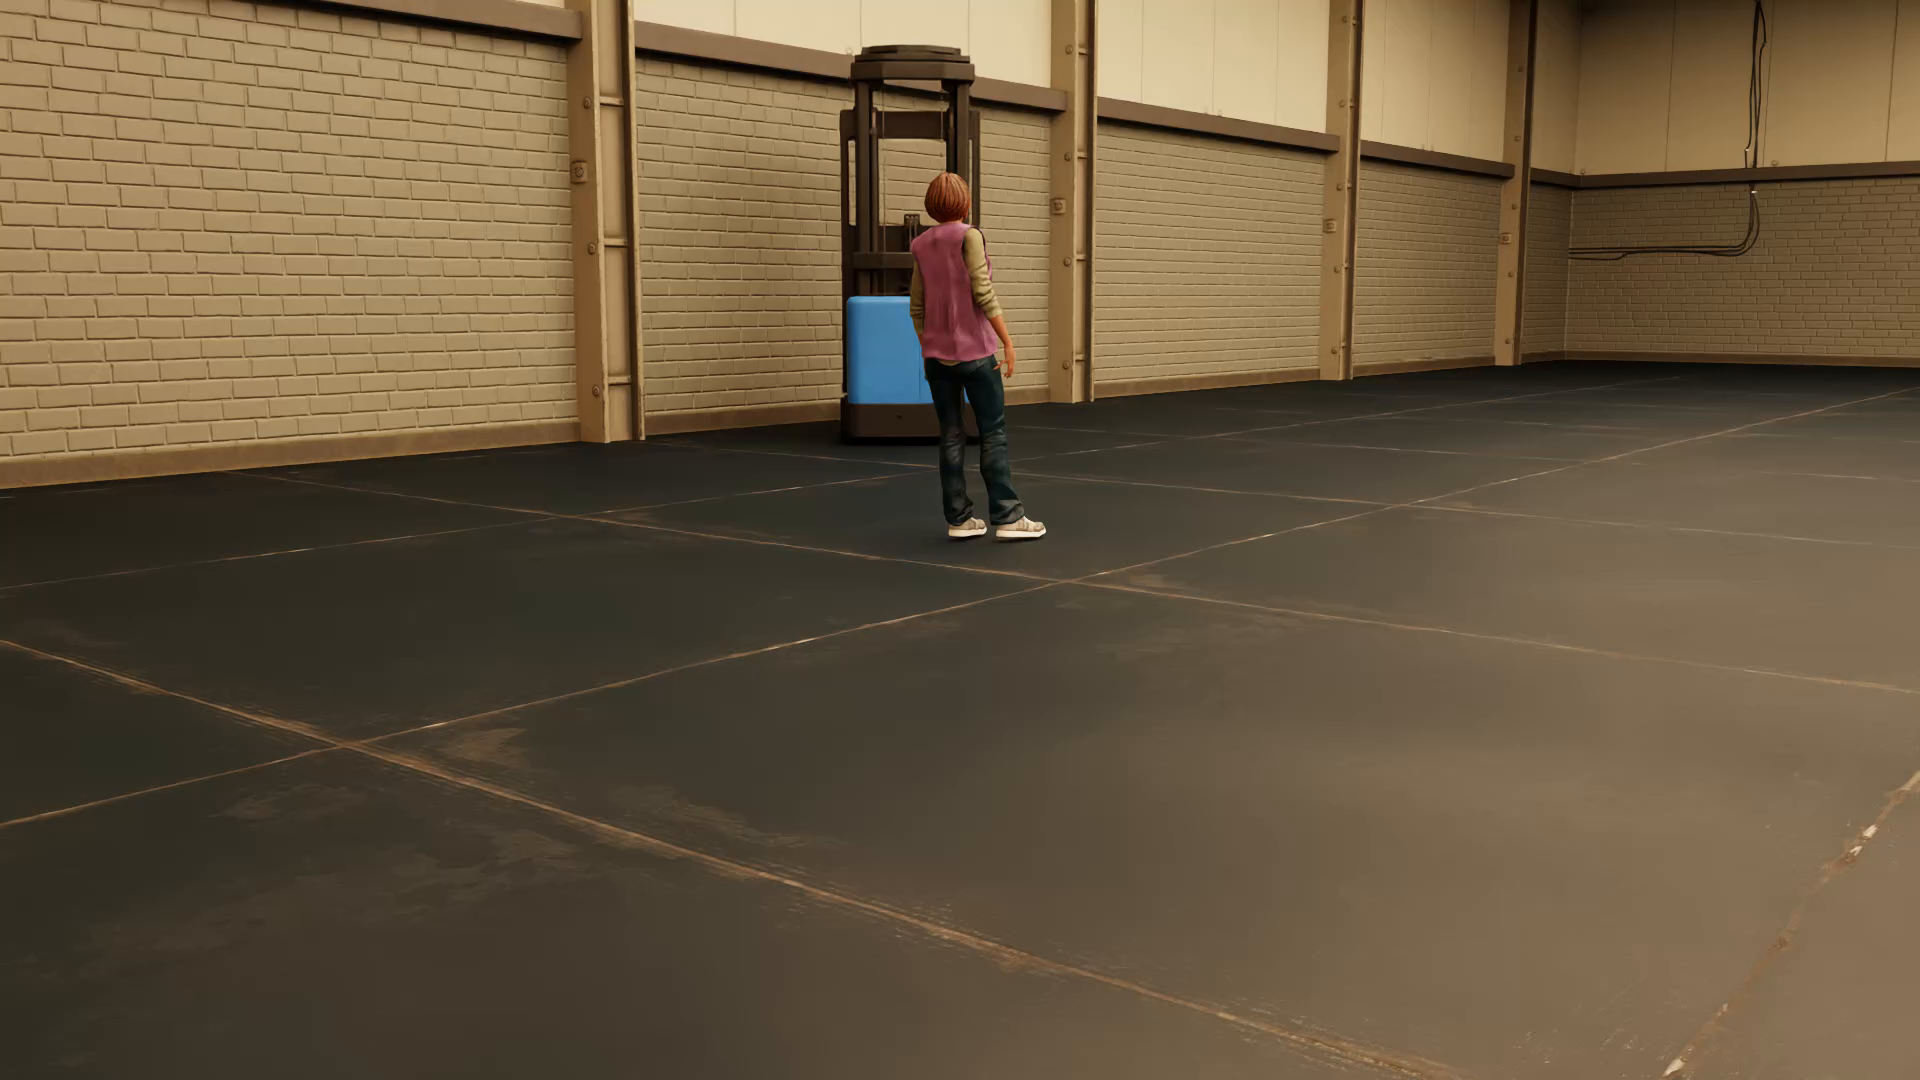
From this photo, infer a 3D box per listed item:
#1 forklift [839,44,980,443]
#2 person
[{"bbox_3d":[-0.405,-2.339,13.266,1.130,2.935,3.031,-1,8,-4],"label":"forklift"},{"bbox_3d":[0.057,-0.805,7.336,0.520,1.597,0.476,7,11,38],"label":"person"}]
